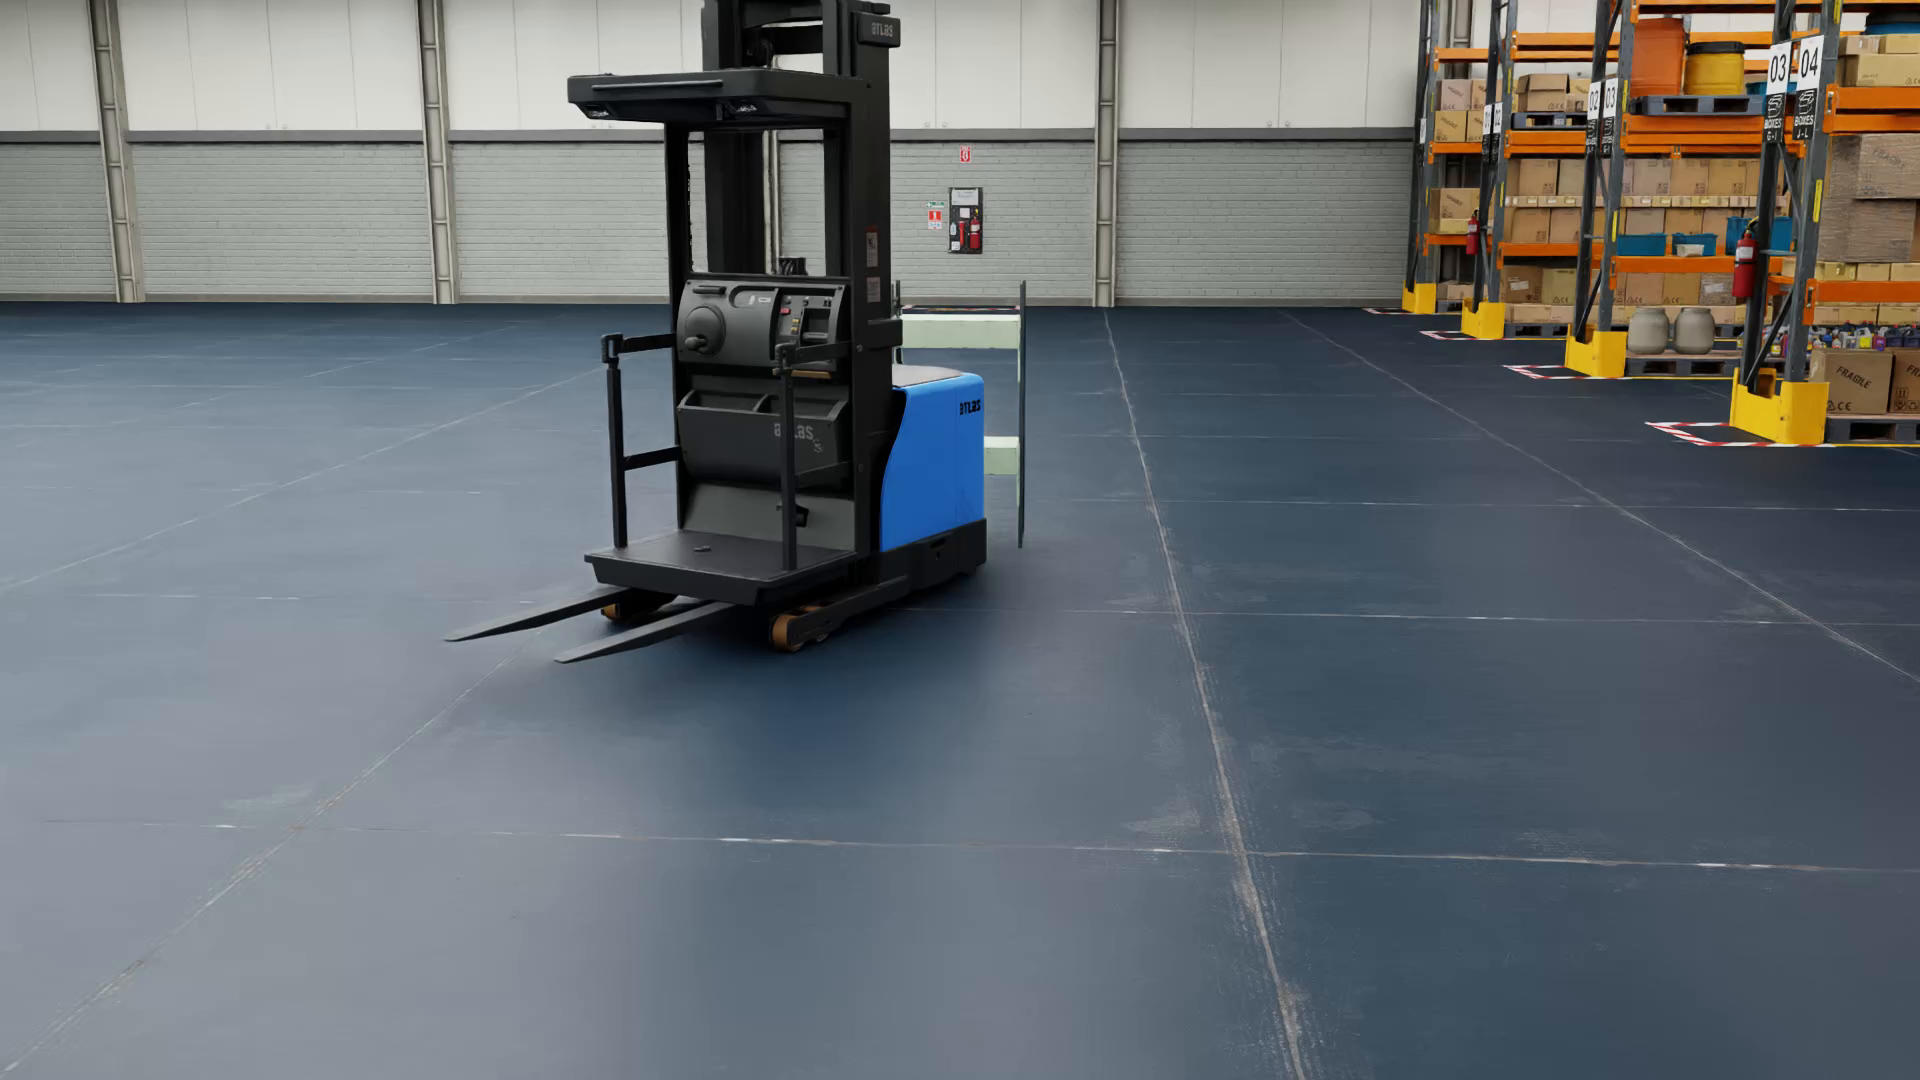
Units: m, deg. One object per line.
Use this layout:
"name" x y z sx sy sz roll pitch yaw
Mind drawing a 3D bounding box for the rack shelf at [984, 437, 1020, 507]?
"rack shelf" -0.007 -0.415 9.682 0.720 0.370 0.431 1 12 4

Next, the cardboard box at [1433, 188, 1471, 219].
"cardboard box" 8.246 -5.633 27.855 0.500 0.500 0.500 1 12 4

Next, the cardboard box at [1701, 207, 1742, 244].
"cardboard box" 10.484 -4.390 23.185 0.500 0.500 0.700 1 12 3

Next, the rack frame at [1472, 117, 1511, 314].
"rack frame" 7.462 -4.385 23.406 0.127 3.000 1.000 1 12 4

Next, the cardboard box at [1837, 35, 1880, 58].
"cardboard box" 7.056 -3.900 13.155 0.250 0.149 0.380 1 12 3

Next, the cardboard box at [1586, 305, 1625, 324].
"cardboard box" 8.981 -3.179 23.330 0.500 0.250 0.500 1 12 4

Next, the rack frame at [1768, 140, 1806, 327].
"rack frame" 11.453 -4.330 23.144 0.127 3.000 1.000 1 12 4

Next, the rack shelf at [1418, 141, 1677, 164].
"rack shelf" 9.785 -6.486 27.879 4.000 0.370 1.077 1 12 4

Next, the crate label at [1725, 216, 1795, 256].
"crate label" 8.982 -3.421 18.708 0.616 0.435 0.502 1 12 4

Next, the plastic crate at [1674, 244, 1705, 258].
"plastic crate" 7.999 -3.166 18.222 0.250 0.136 0.298 1 12 4

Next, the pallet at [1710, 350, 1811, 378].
"pallet" 9.231 -1.988 18.754 1.213 0.211 1.003 1 12 4

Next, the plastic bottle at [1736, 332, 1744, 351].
"plastic bottle" 8.989 -2.283 19.118 0.097 0.201 0.097 0 12 0

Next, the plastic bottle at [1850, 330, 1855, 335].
"plastic bottle" 9.924 -2.183 18.436 0.133 0.283 0.061 1 12 4

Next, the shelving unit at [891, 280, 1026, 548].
"shelving unit" -0.007 -0.734 9.615 0.755 1.500 0.431 1 12 4

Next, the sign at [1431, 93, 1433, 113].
"sign" 7.754 -7.182 27.317 0.005 0.325 0.100 1 12 4

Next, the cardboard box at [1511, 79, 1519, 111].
"cardboard box" 9.167 -7.337 27.455 0.500 0.500 0.500 1 12 5

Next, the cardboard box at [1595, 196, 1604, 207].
"cardboard box" 8.870 -4.688 23.027 0.250 0.149 0.380 0 12 2

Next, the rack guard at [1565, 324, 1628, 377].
"rack guard" 7.207 -2.158 18.865 0.348 0.500 1.175 1 12 4

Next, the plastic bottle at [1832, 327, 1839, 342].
"plastic bottle" 10.004 -2.291 18.984 0.097 0.271 0.097 0 12 0

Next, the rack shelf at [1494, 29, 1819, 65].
"rack shelf" 9.458 -6.746 22.775 4.000 0.370 1.077 1 12 4

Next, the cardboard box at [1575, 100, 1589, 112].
"cardboard box" 8.625 -5.952 22.818 0.250 0.149 0.380 1 12 4

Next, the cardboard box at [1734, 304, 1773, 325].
"cardboard box" 10.976 -3.152 23.199 0.500 0.250 0.500 1 12 4

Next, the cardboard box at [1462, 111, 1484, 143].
"cardboard box" 8.640 -6.854 27.588 0.500 0.500 0.500 2 12 8

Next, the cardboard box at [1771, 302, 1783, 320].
"cardboard box" 11.887 -3.244 23.638 0.500 0.250 0.500 1 12 3

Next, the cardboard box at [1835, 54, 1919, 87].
"cardboard box" 7.260 -3.697 13.155 0.500 0.250 0.500 1 12 5

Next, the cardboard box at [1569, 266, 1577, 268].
"cardboard box" 9.016 -3.655 23.772 0.500 0.500 0.500 1 12 4

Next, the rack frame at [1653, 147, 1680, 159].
"rack frame" 11.781 -5.342 27.982 0.127 3.000 1.000 1 12 4

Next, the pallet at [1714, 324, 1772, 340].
"pallet" 10.663 -2.985 23.522 1.213 0.211 1.003 1 12 4

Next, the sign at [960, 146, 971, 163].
"sign" 0.095 -6.843 29.495 0.199 0.298 0.001 1 12 4

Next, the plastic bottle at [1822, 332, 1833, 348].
"plastic bottle" 9.560 -2.156 18.337 0.097 0.271 0.097 0 12 0

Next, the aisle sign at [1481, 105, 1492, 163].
"aisle sign" 7.417 -5.719 23.431 0.004 0.787 0.394 1 12 4

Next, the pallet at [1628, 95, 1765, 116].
"pallet" 7.947 -4.718 18.131 1.213 0.211 1.003 1 12 4

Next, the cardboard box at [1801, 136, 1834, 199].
"cardboard box" 7.362 -3.088 13.793 0.500 0.500 0.500 1 12 4

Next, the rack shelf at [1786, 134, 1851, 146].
"rack shelf" 13.449 -5.419 22.780 4.000 0.370 1.077 1 12 4

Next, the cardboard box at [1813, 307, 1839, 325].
"cardboard box" 11.839 -3.134 23.114 0.500 0.250 0.500 1 12 2

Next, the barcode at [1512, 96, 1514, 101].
"barcode" 7.796 -6.232 23.490 0.075 0.075 0.001 1 12 4

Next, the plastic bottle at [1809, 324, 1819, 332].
"plastic bottle" 9.729 -2.342 19.031 0.185 0.351 0.144 1 12 3

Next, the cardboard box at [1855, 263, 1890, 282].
"cardboard box" 7.313 -2.179 13.470 0.250 0.149 0.380 1 12 4

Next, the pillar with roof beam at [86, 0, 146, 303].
"pillar with roof beam" -15.688 -7.950 25.794 0.400 9.000 9.100 1 12 4

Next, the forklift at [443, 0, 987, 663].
"forklift" -1.043 -1.046 7.612 1.130 2.935 3.031 7 14 30

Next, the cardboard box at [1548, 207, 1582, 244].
"cardboard box" 8.452 -4.419 23.323 0.500 0.500 0.700 1 12 5

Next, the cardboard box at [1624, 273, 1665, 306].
"cardboard box" 9.479 -3.538 23.214 0.500 0.500 0.500 1 12 4

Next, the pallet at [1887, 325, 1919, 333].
"pallet" 13.412 -2.947 23.342 1.213 0.211 1.003 1 12 4

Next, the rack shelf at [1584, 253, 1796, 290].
"rack shelf" 9.123 -2.994 18.511 4.000 0.370 1.077 1 12 4

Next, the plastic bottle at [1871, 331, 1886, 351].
"plastic bottle" 10.100 -2.151 18.283 0.133 0.283 0.061 2 12 8

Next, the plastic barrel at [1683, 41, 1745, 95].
"plastic barrel" 8.274 -5.150 18.248 0.600 0.588 0.600 0 12 0

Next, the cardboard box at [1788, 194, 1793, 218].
"cardboard box" 14.058 -5.569 27.746 0.500 0.500 0.700 1 12 4

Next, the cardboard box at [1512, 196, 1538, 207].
"cardboard box" 7.840 -4.702 23.093 0.250 0.149 0.380 1 12 3

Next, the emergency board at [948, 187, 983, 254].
"emergency board" 0.096 -5.688 29.634 0.643 1.169 0.194 1 12 4

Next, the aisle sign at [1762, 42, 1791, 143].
"aisle sign" 6.755 -3.696 13.762 0.004 0.787 0.394 1 12 4

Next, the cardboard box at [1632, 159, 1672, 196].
"cardboard box" 9.508 -5.040 23.122 0.500 0.500 0.700 1 12 4

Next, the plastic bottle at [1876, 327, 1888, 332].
"plastic bottle" 10.506 -2.293 18.984 0.135 0.276 0.152 1 12 6

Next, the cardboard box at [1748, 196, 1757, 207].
"cardboard box" 10.921 -4.661 22.894 0.250 0.149 0.380 1 12 3

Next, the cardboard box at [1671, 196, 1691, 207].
"cardboard box" 9.901 -4.675 22.960 0.250 0.149 0.380 1 12 5

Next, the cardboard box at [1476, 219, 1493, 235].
"cardboard box" 8.774 -5.258 27.895 0.500 0.250 0.500 0 12 2

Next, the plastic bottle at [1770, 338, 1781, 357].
"plastic bottle" 9.019 -2.129 18.380 0.097 0.201 0.097 0 12 0

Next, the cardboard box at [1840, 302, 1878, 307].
"cardboard box" 12.348 -3.400 23.017 0.500 0.311 0.500 1 12 3
